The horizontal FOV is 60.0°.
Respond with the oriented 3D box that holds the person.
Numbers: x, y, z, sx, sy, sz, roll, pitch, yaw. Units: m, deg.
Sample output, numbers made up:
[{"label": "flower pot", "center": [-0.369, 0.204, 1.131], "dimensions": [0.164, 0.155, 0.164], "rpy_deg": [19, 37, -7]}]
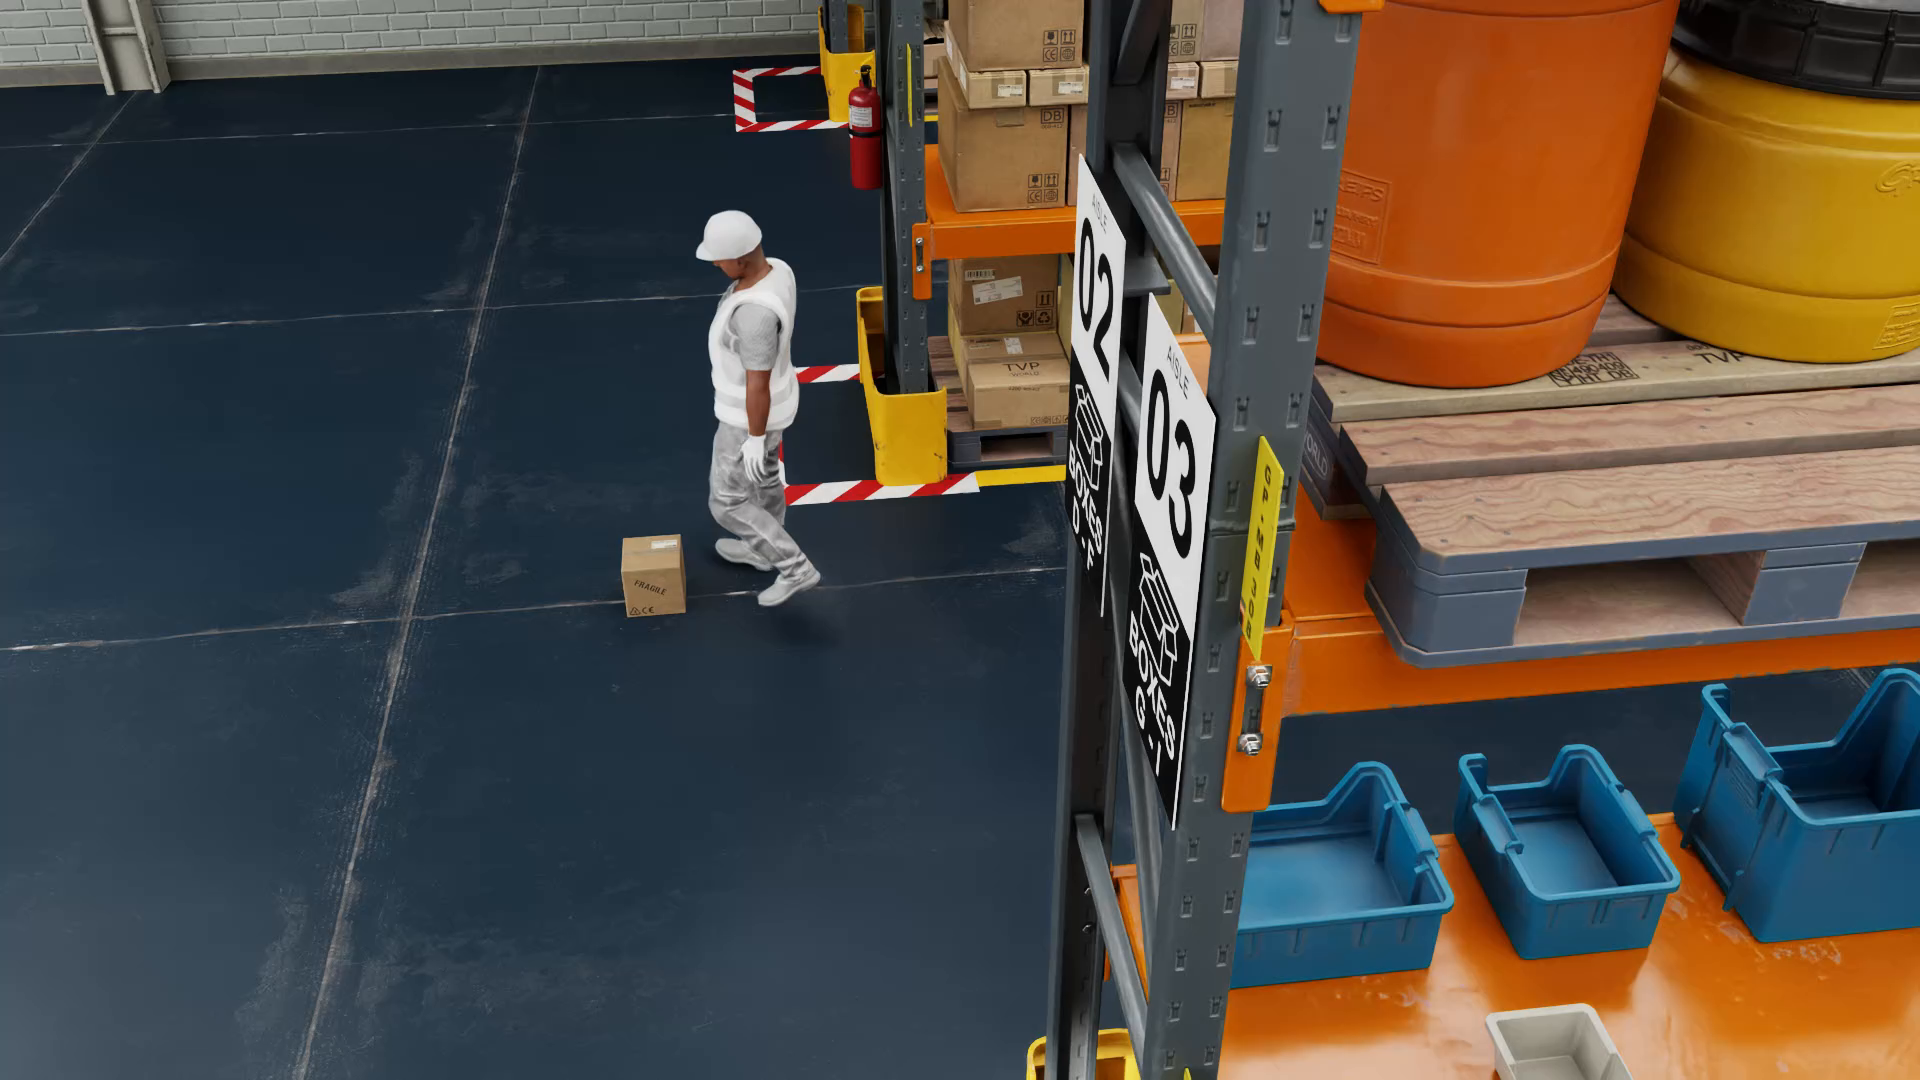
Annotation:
[{"label": "person", "center": [-0.871, -0.541, 6.886], "dimensions": [0.511, 1.781, 0.677], "rpy_deg": [2, 35, 3]}]
